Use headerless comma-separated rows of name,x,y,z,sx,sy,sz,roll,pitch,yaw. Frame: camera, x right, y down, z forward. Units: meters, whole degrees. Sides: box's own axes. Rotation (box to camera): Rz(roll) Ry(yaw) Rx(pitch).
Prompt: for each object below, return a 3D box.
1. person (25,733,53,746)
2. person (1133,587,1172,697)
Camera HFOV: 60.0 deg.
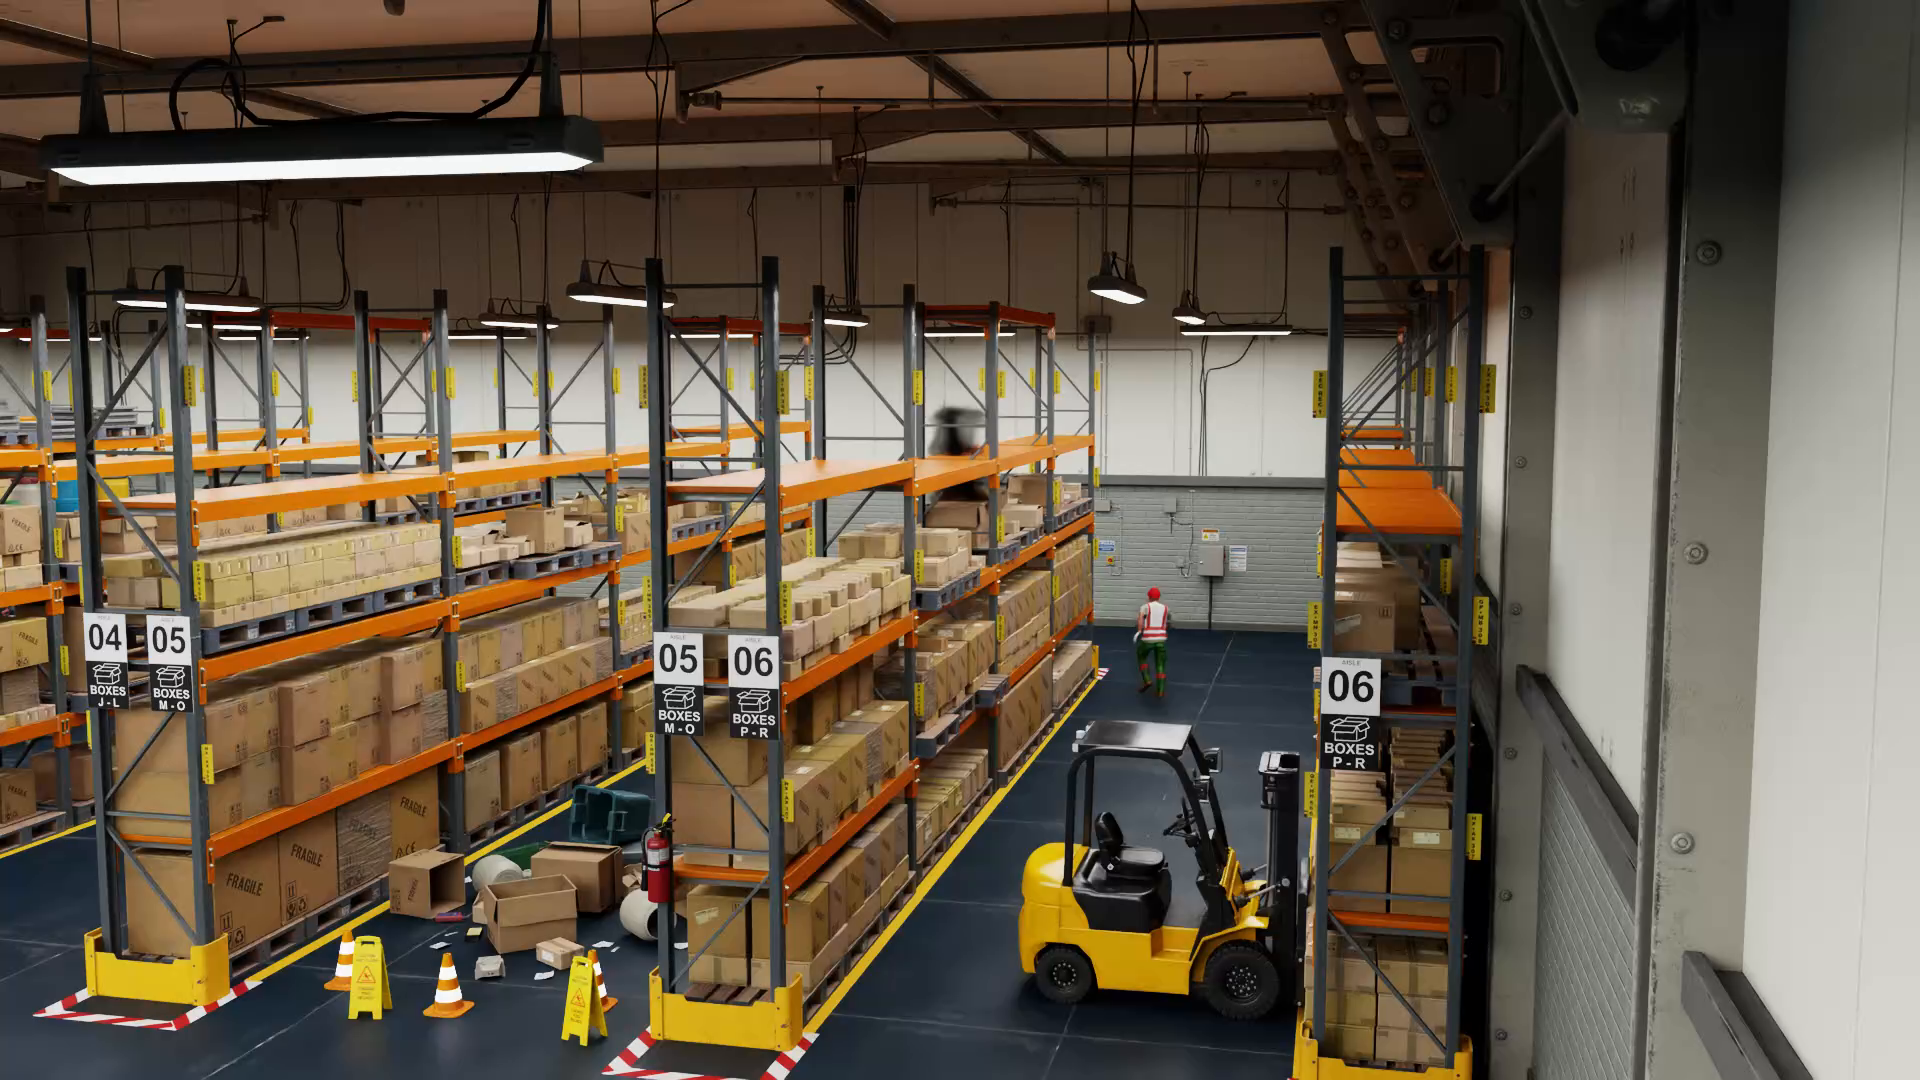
person,-12.954,2.060,23.085,0.610,1.605,0.800,-2,6,-20
person,3.083,1.614,26.675,0.691,1.689,0.951,-1,6,-7
